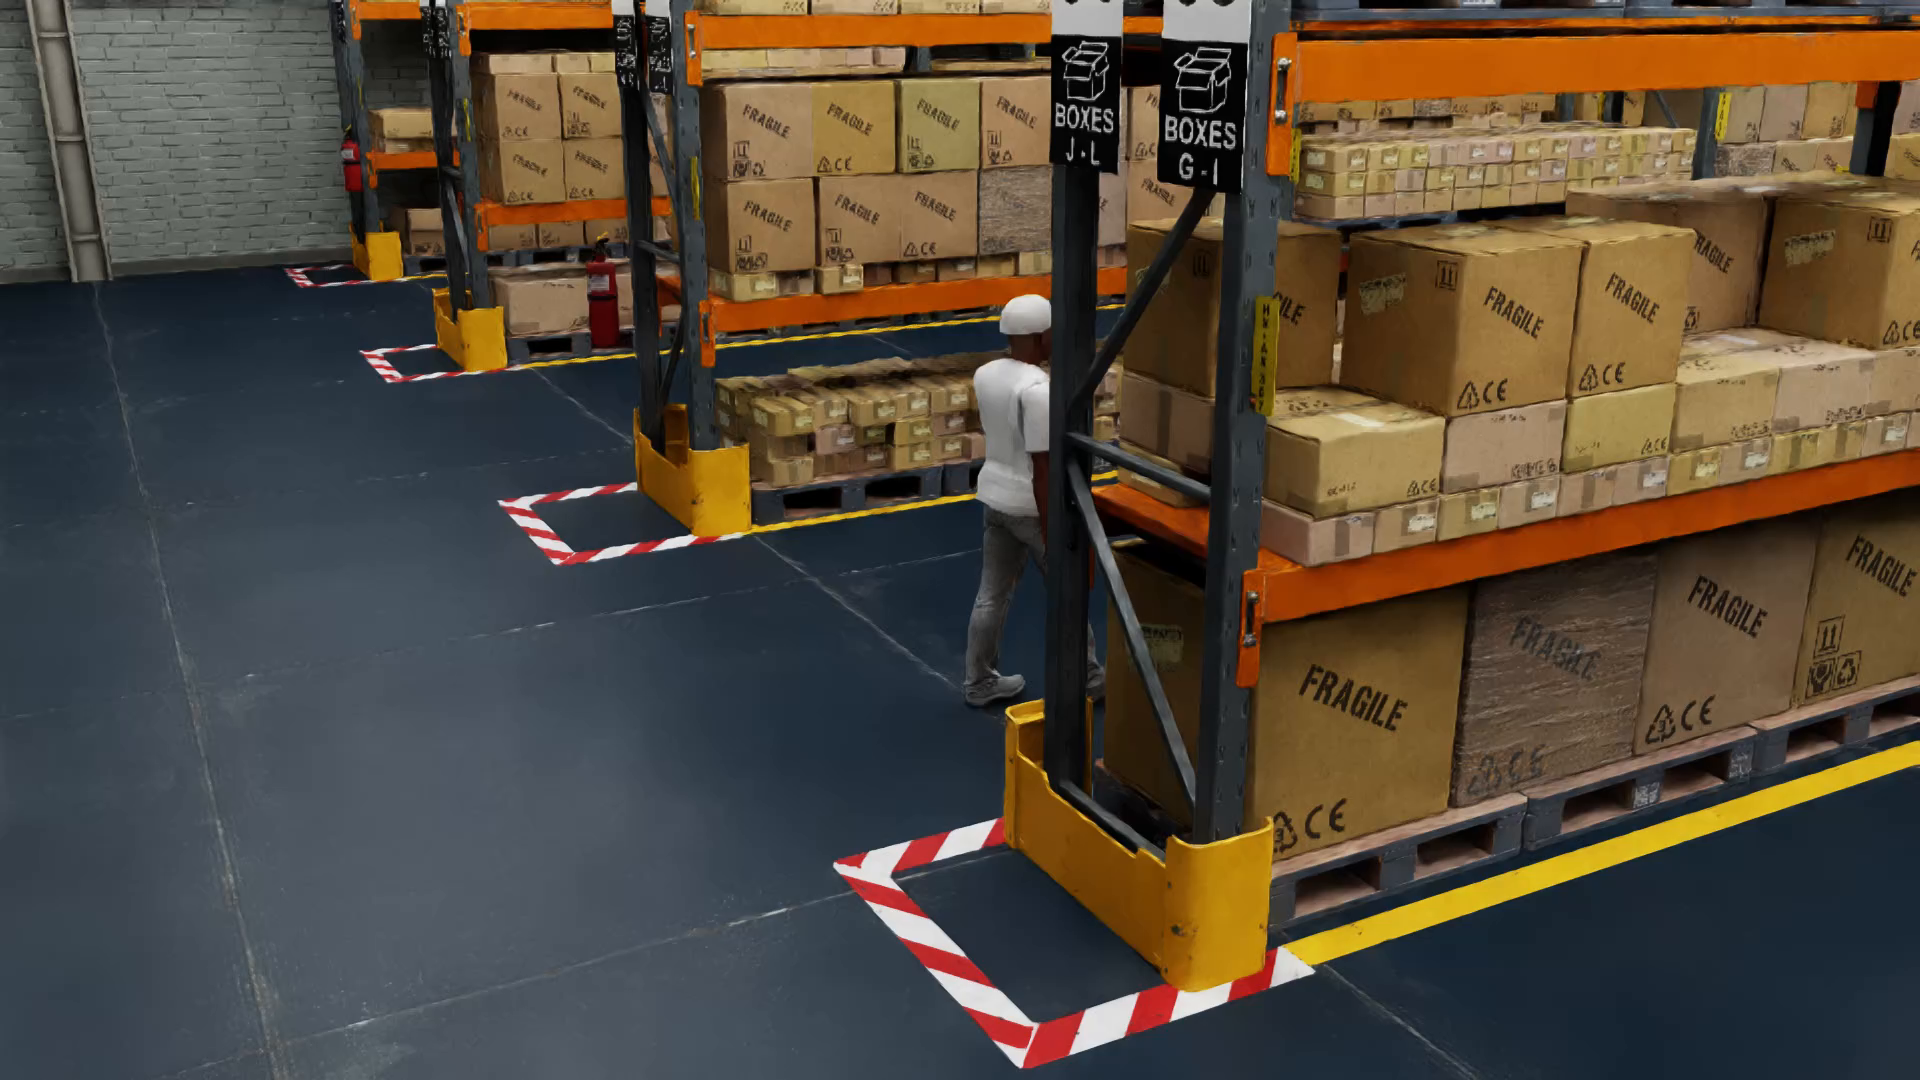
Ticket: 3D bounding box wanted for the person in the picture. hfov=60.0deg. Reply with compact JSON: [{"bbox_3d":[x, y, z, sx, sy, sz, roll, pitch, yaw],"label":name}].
[{"bbox_3d":[0.351,-0.170,7.012,0.722,1.750,0.562,-12,22,-33],"label":"person"}]
